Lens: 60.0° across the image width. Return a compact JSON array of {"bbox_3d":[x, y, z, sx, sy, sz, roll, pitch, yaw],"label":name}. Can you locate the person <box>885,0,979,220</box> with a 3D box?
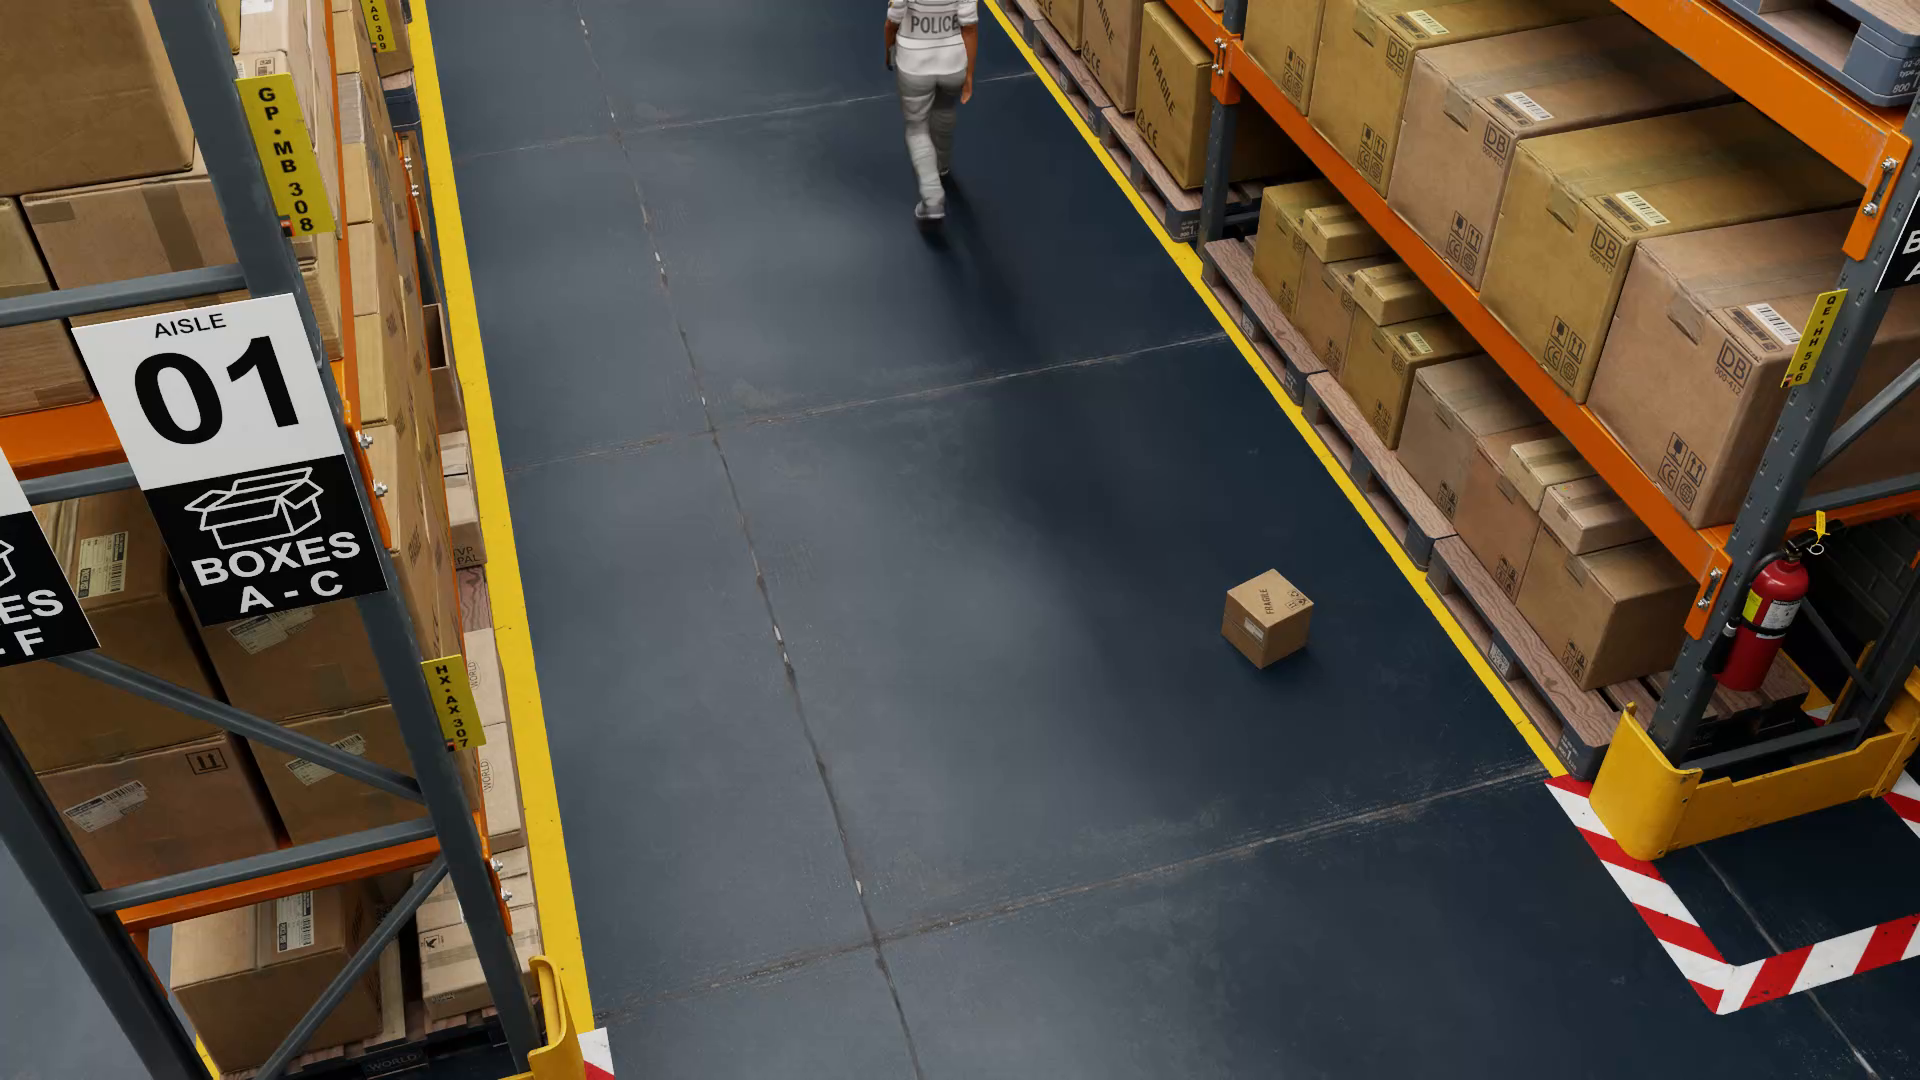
[{"bbox_3d":[-0.157,-2.560,8.952,0.472,1.616,0.983,-11,44,-12],"label":"person"}]
